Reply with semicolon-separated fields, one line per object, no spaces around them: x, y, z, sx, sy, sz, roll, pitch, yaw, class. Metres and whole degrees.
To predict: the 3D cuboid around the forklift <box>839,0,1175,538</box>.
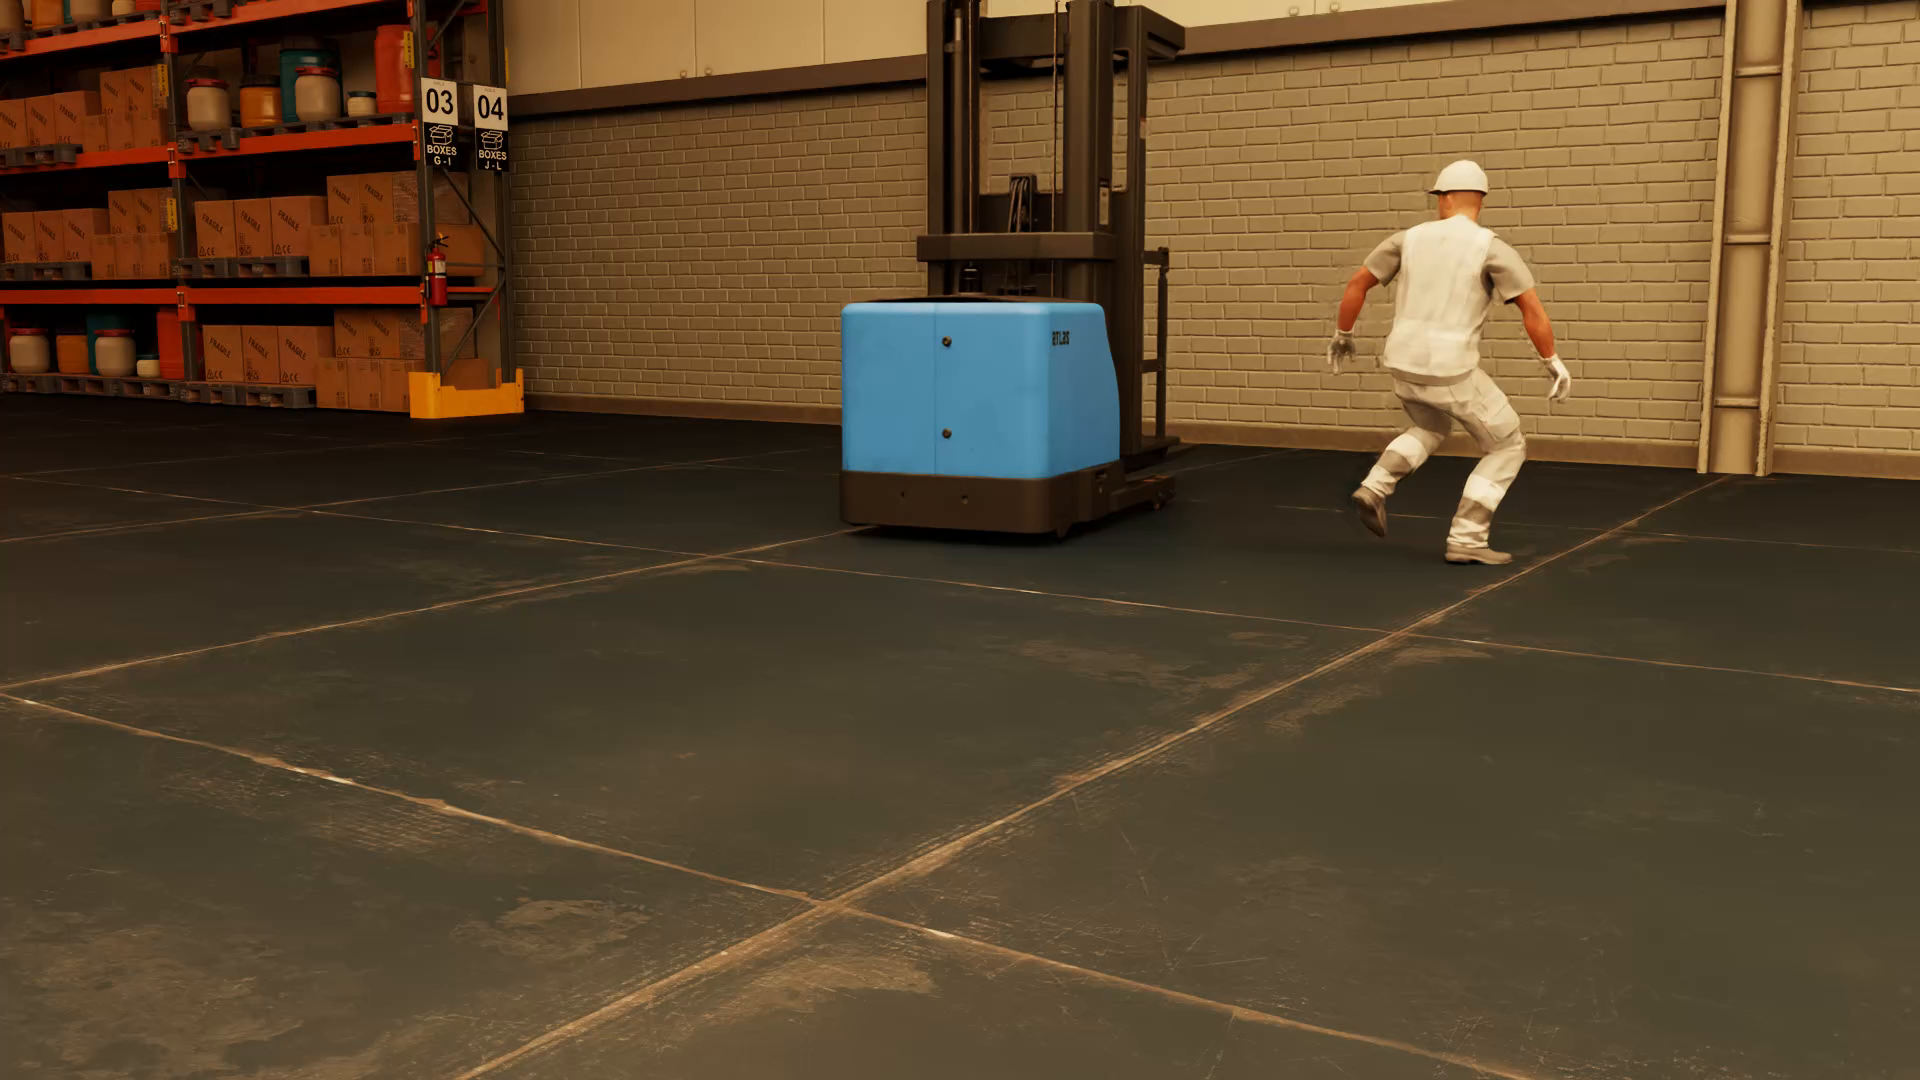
0.505;-1.627;8.637;1.130;2.935;3.031;4;9;24;forklift

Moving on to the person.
2.035;-0.779;6.977;0.559;1.587;0.908;-6;10;-35;person
